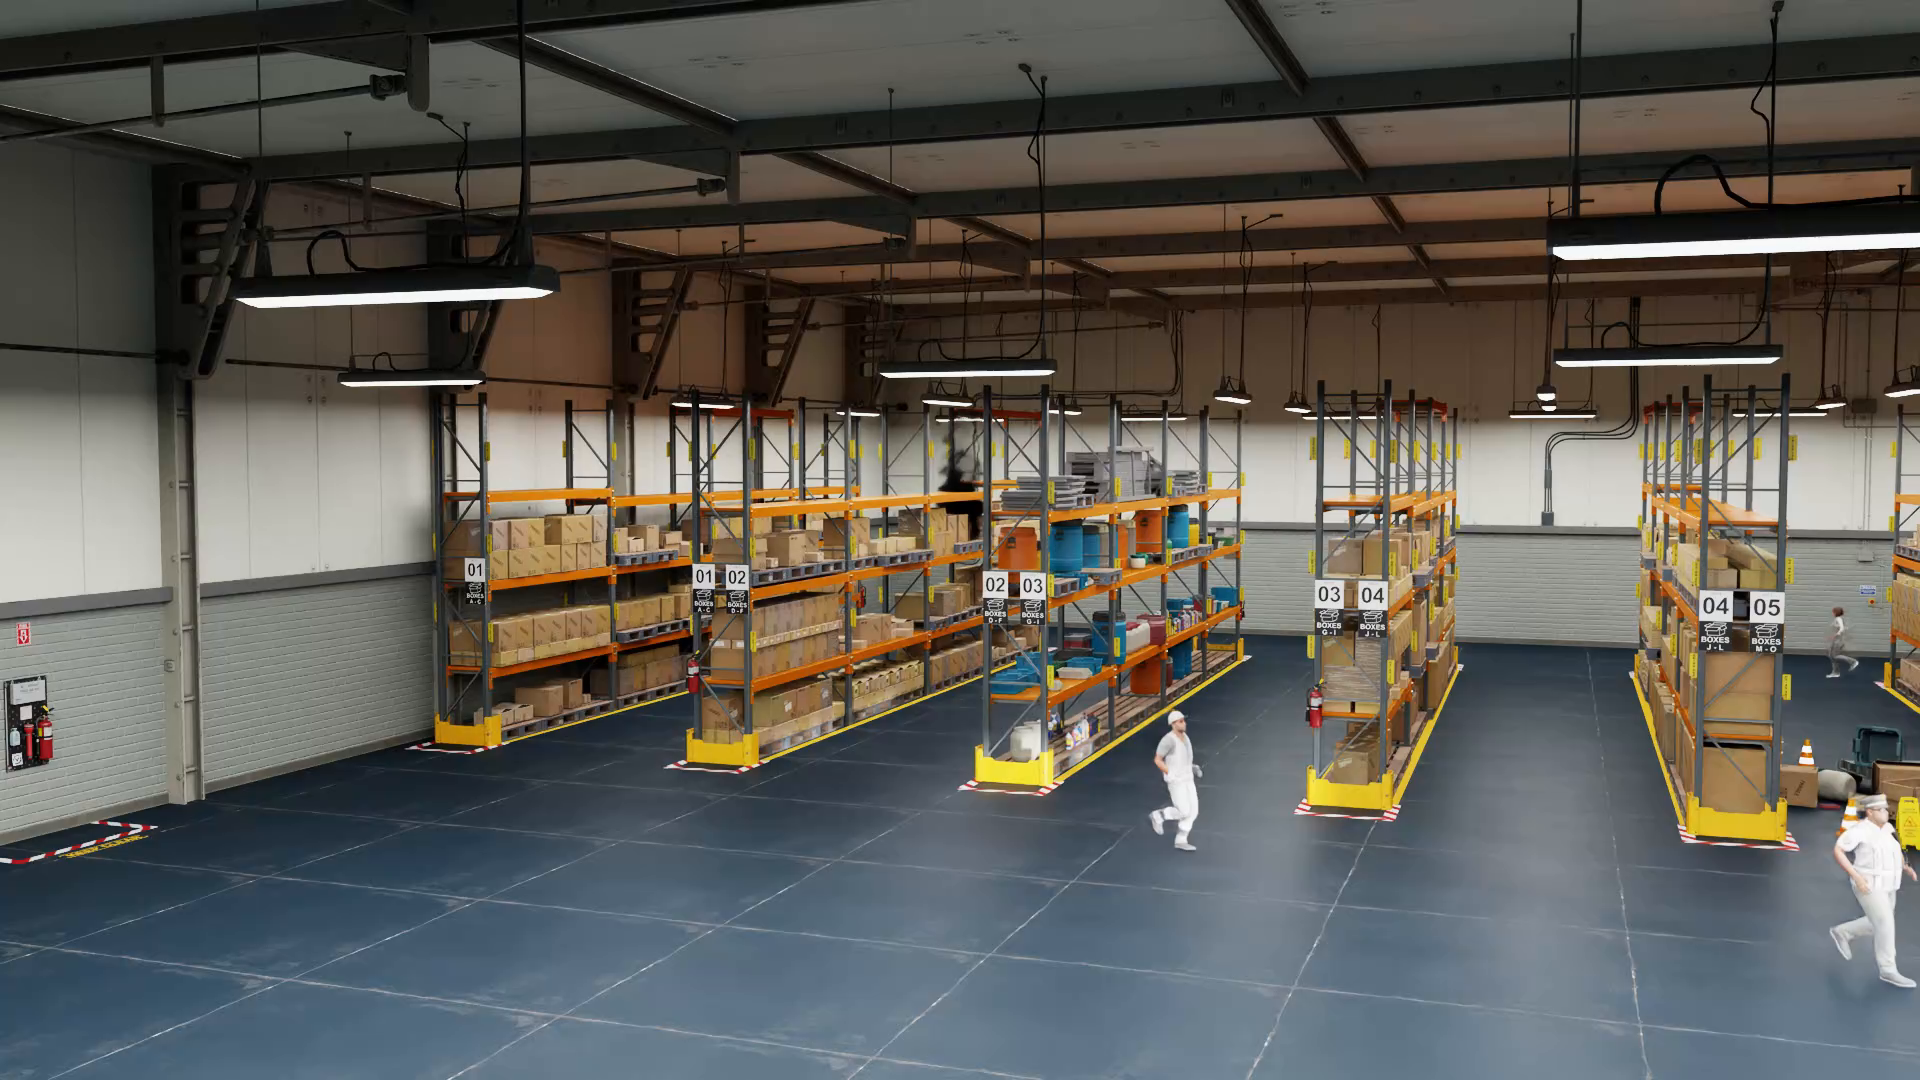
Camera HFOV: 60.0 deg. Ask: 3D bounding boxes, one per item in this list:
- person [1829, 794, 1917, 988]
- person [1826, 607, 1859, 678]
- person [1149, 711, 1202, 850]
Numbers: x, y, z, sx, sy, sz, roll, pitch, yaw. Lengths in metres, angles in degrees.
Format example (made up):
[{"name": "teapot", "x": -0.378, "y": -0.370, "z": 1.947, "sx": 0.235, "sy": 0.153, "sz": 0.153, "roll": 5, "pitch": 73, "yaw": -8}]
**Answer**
[{"name": "person", "x": 8.677, "y": 3.268, "z": 15.788, "sx": 0.691, "sy": 1.755, "sz": 0.887, "roll": -2, "pitch": 3, "yaw": -28}, {"name": "person", "x": 19.504, "y": 2.282, "z": 36.719, "sx": 0.623, "sy": 1.568, "sz": 0.558, "roll": 2, "pitch": 3, "yaw": 27}, {"name": "person", "x": 2.721, "y": 3.016, "z": 20.965, "sx": 0.638, "sy": 1.739, "sz": 0.655, "roll": 3, "pitch": 4, "yaw": 43}]
